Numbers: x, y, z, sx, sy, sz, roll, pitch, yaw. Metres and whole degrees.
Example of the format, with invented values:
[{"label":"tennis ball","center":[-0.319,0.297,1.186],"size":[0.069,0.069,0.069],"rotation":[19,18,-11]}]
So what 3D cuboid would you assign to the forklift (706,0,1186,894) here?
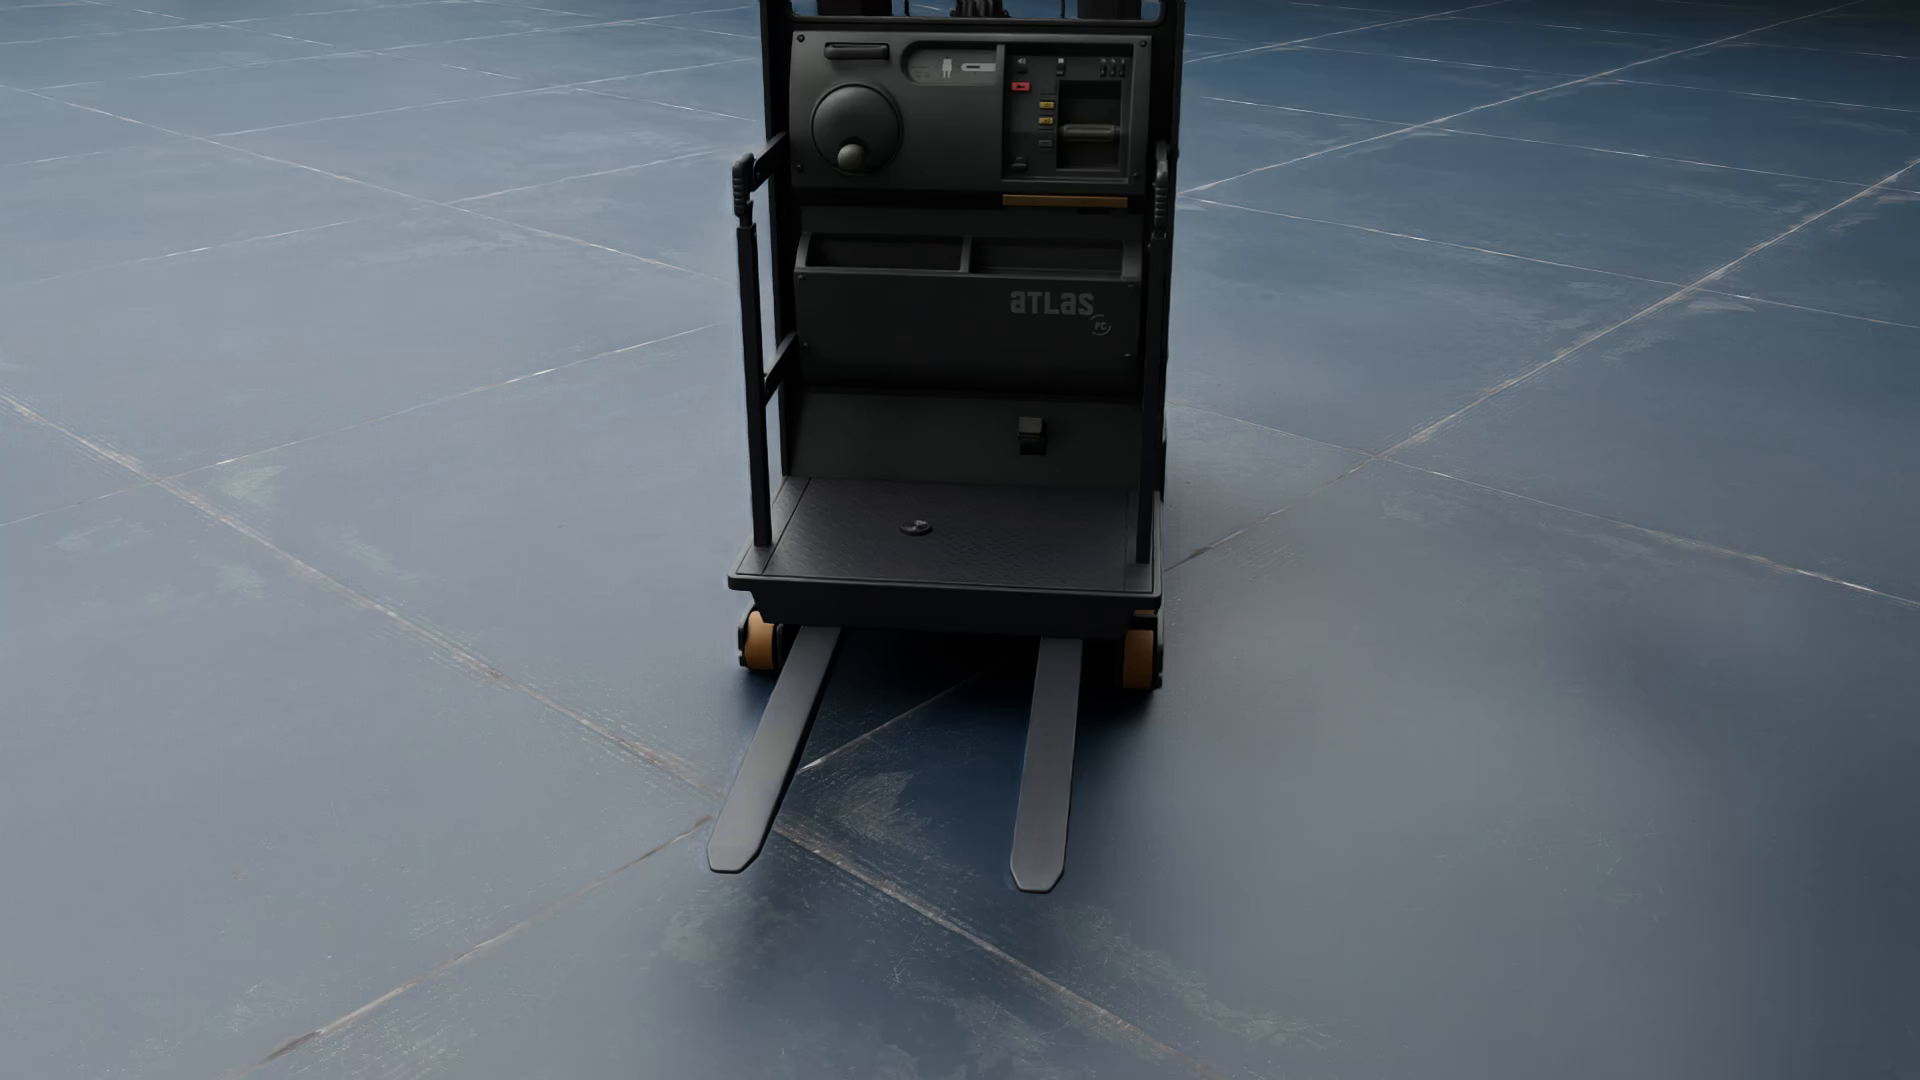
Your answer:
[{"label":"forklift","center":[0.003,-1.088,4.094],"size":[1.130,2.935,3.031],"rotation":[3,24,6]}]
